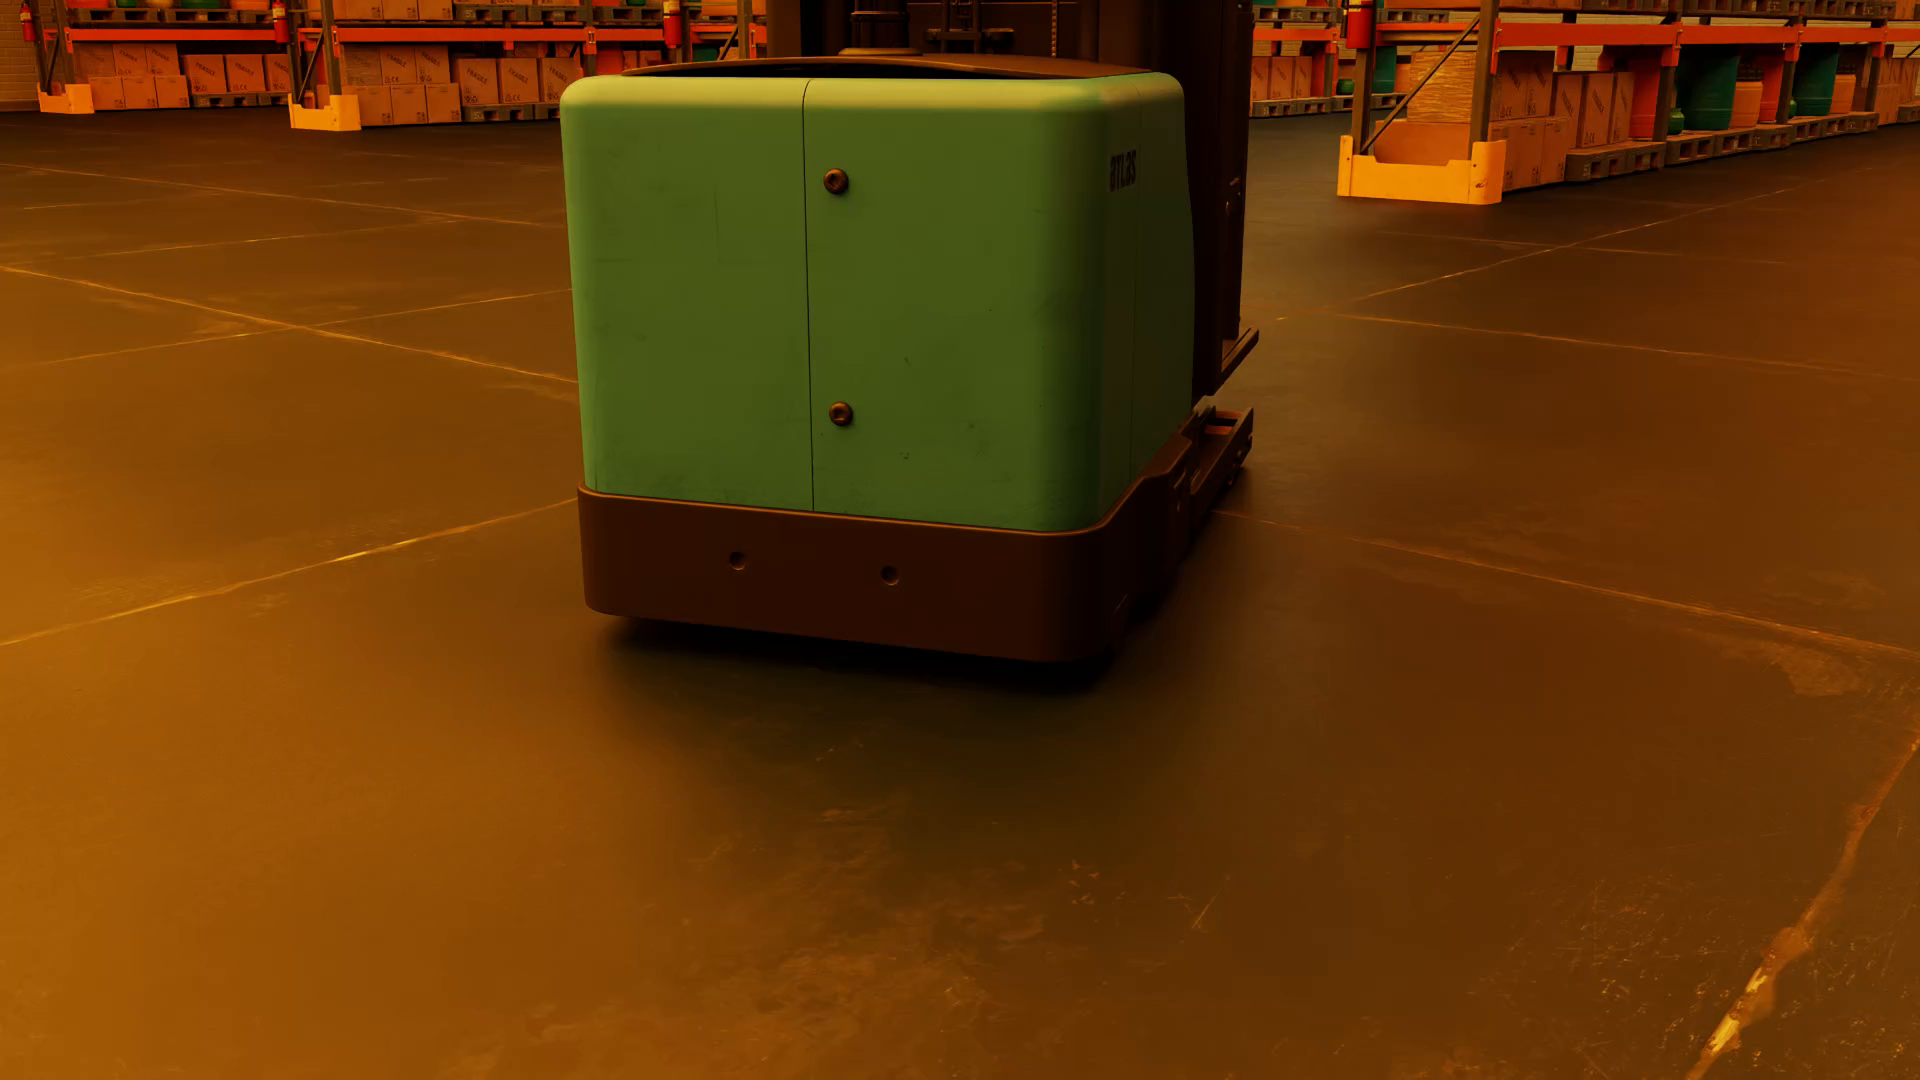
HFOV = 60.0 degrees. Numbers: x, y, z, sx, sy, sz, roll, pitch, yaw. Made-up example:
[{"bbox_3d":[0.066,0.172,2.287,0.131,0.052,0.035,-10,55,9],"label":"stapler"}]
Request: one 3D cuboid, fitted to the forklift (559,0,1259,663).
[{"bbox_3d":[0.182,-1.571,4.072,1.130,2.935,3.031,5,18,17],"label":"forklift"}]
